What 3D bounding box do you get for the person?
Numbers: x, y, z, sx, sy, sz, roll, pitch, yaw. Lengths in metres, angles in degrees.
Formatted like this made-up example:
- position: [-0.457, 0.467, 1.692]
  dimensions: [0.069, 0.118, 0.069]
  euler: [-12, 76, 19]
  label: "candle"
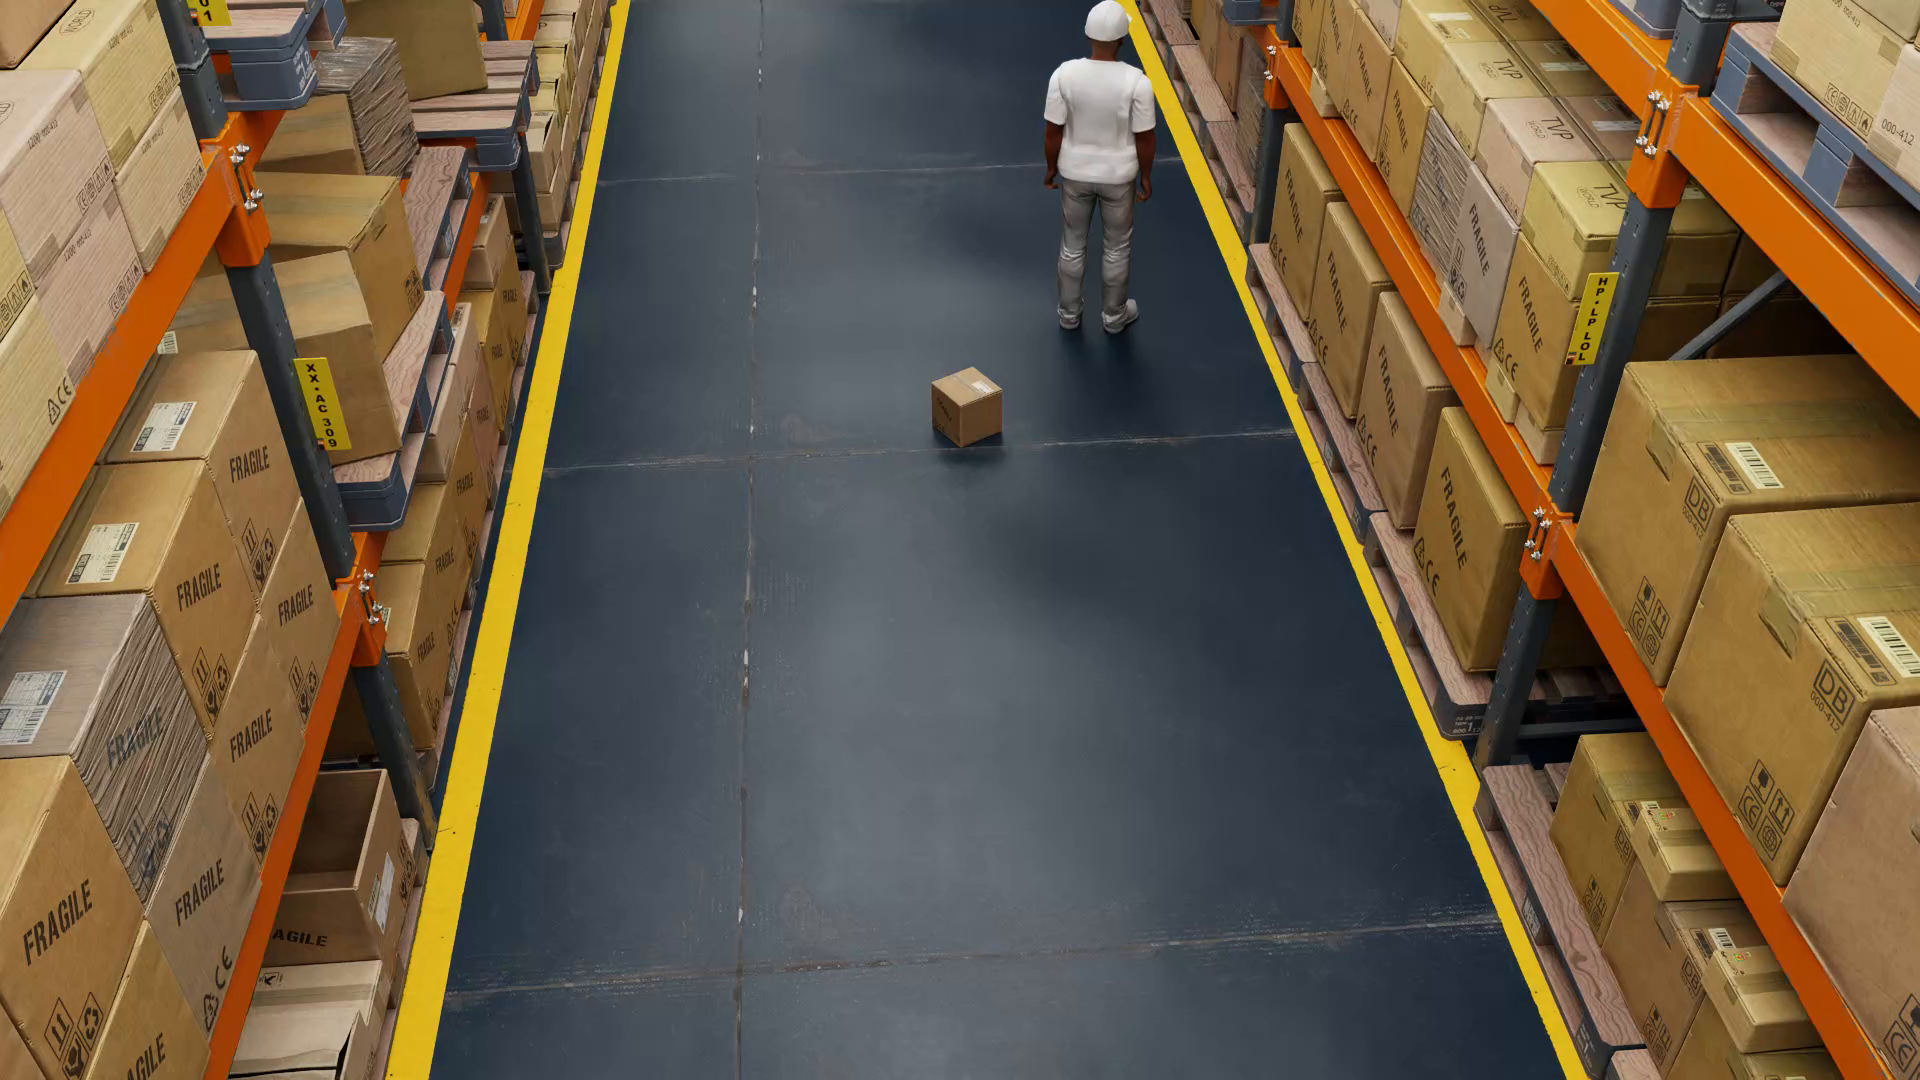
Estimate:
- position: [0.708, -1.878, 8.460]
  dimensions: [0.565, 1.771, 0.367]
  euler: [9, 40, 11]
  label: "person"
